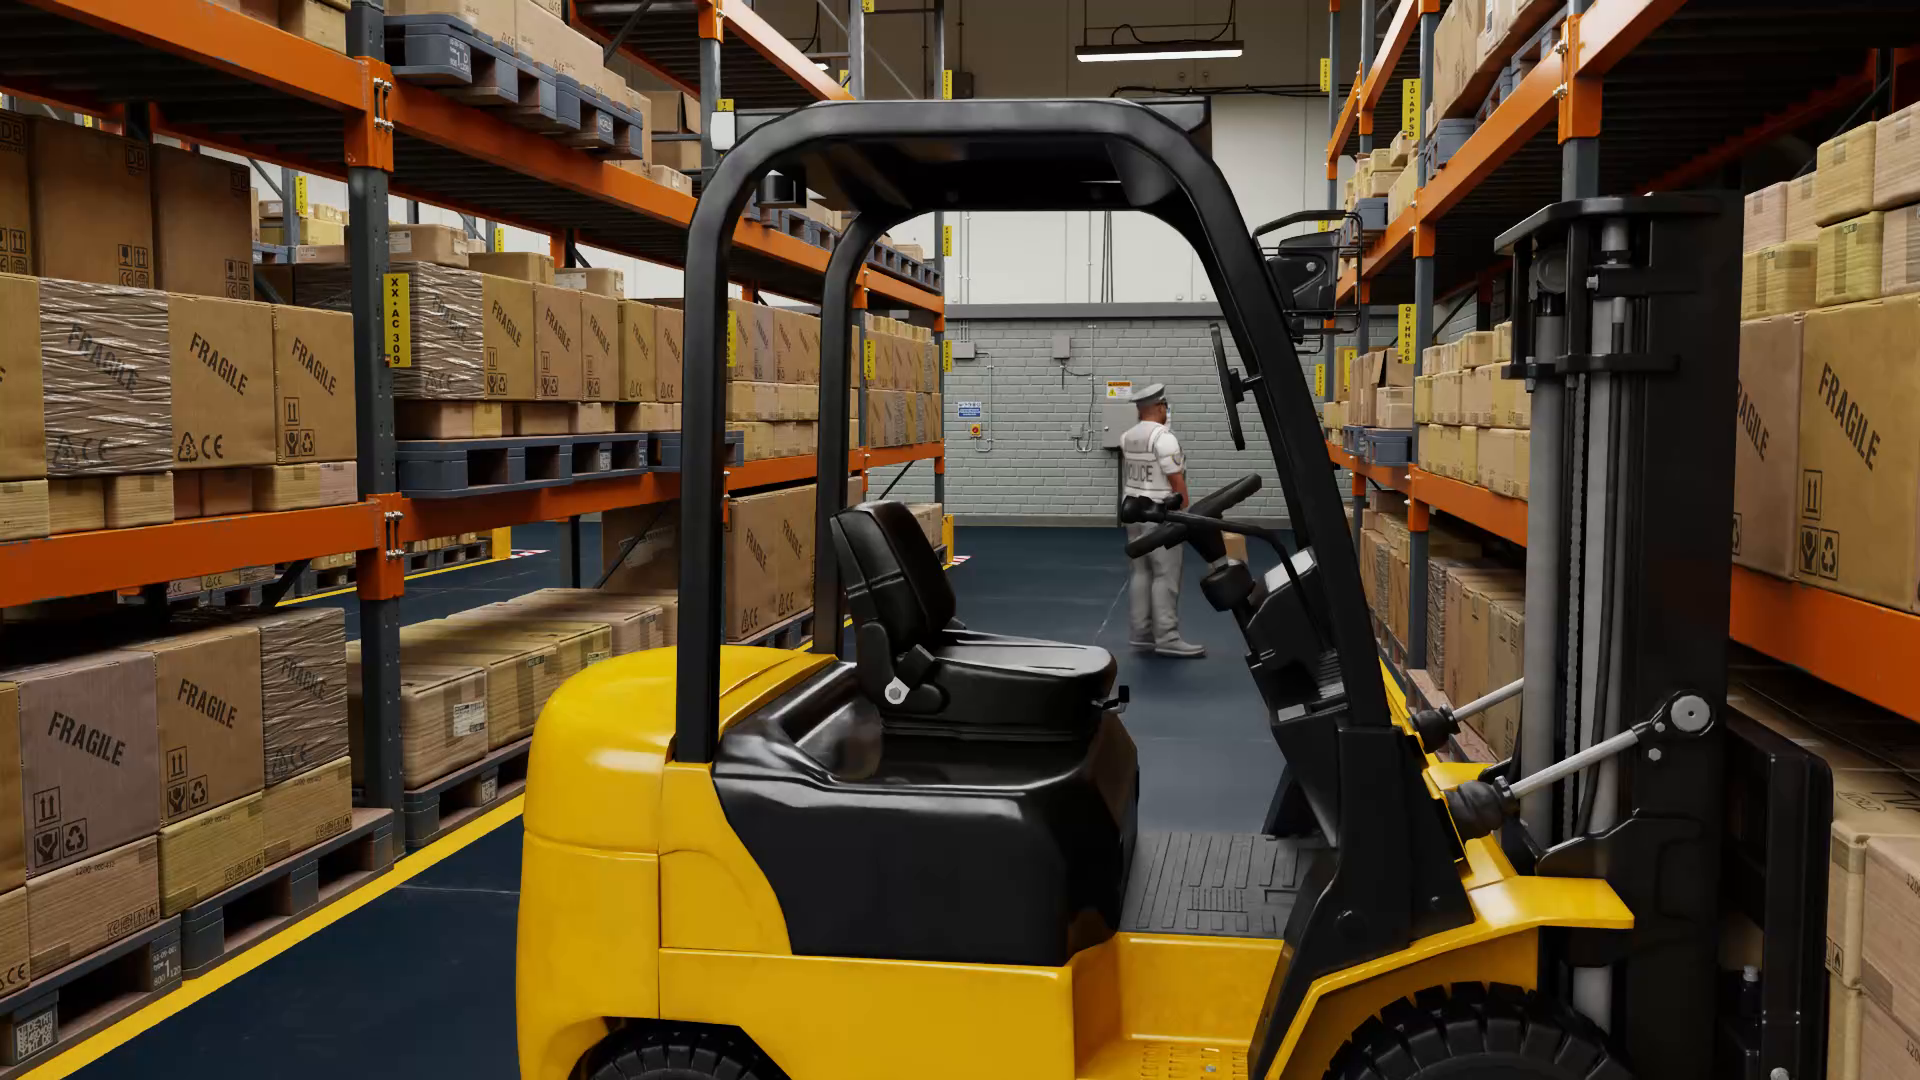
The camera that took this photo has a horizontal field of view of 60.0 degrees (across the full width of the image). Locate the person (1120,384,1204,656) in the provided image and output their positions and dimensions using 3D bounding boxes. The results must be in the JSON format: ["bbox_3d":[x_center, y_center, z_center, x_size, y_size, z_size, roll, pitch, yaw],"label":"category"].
[{"bbox_3d":[1.324,-0.144,11.074,0.427,1.786,0.596,-3,5,-30],"label":"person"}]
